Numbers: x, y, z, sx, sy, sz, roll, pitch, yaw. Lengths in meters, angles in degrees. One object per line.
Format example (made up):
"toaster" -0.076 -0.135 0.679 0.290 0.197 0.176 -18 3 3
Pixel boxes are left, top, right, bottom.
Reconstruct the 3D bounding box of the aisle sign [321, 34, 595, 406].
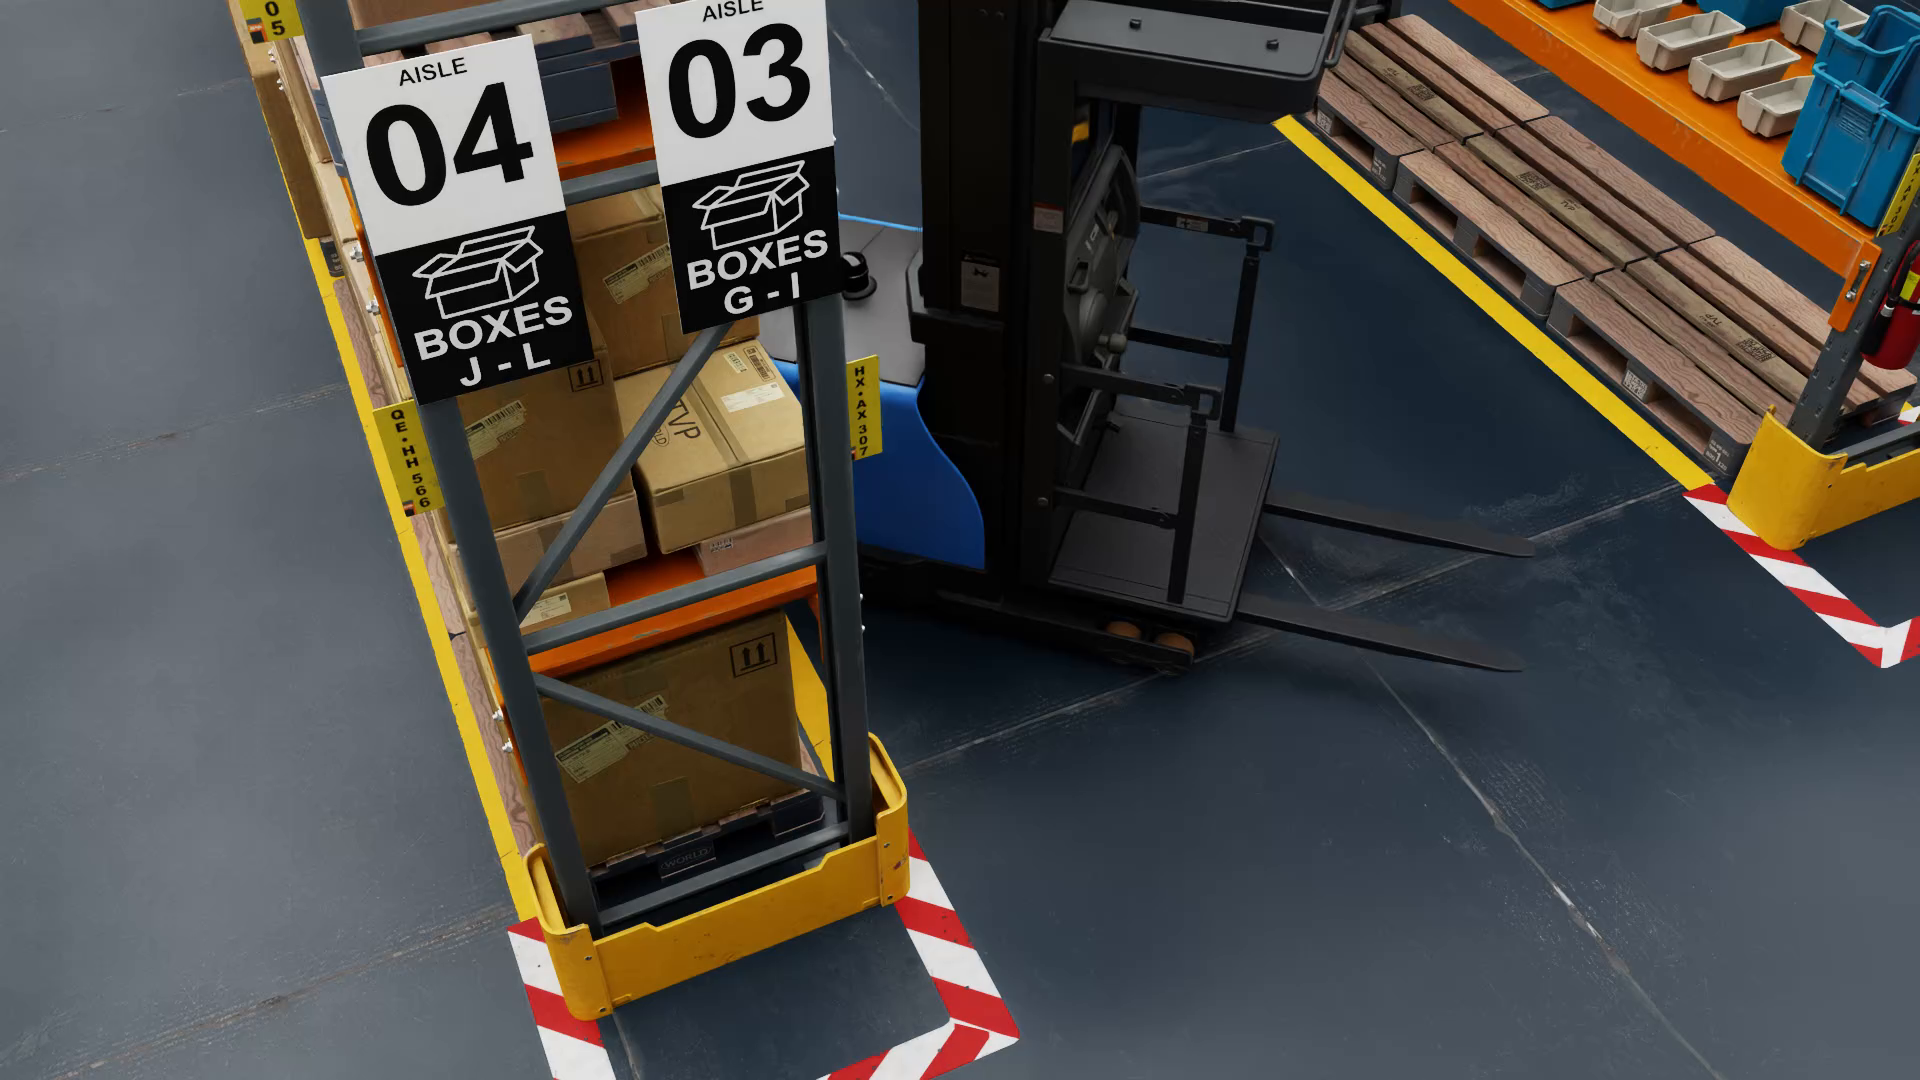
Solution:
"aisle sign" -1.000 -0.630 3.402 0.394 0.787 0.004 -18 47 -17

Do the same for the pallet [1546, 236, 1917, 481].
"pallet" 3.424 -0.846 7.458 1.003 0.211 1.213 -18 47 -17

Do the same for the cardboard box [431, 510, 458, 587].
"cardboard box" -1.317 -0.045 4.839 0.380 0.149 0.250 -18 47 -17

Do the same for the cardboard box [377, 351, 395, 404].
"cardboard box" -1.637 -0.530 5.330 0.380 0.149 0.250 -19 48 -18

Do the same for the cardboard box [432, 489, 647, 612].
"cardboard box" -1.203 -0.122 4.633 0.500 0.250 0.500 -19 48 -18

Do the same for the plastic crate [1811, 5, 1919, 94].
"plastic crate" 3.654 -1.938 6.655 0.416 0.233 0.300 -18 47 -17

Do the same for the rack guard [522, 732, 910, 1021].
"rack guard" -0.748 1.066 5.314 1.175 0.500 0.348 -18 47 -17

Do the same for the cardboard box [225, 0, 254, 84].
"cardboard box" -3.104 -2.753 8.618 1.225 0.875 0.875 -20 48 -19

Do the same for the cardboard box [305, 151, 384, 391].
"cardboard box" -2.235 -1.337 7.183 0.875 0.875 0.875 -18 47 -17

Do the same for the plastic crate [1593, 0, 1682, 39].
"plastic crate" 2.839 -2.238 7.028 0.298 0.136 0.250 -18 47 -17

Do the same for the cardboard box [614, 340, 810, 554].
"cardboard box" -0.715 -0.277 4.790 0.500 0.250 0.500 -19 48 -18

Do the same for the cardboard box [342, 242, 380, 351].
"cardboard box" -1.630 -0.770 5.290 0.500 0.250 0.500 -20 48 -19

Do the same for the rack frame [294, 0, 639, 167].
"rack frame" -0.758 -1.975 2.344 1.000 3.000 0.127 -18 47 -17

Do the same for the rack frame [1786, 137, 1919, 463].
"rack frame" 3.736 -1.302 5.934 1.000 3.000 0.127 -18 47 -17

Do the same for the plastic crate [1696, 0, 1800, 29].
"plastic crate" 3.377 -2.357 7.080 0.416 0.233 0.300 -18 47 -17

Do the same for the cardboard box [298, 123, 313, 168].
"cardboard box" -2.283 -1.510 6.324 0.380 0.149 0.250 -19 48 -18

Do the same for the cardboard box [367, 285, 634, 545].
"cardboard box" -1.201 -0.392 4.372 0.500 0.500 0.500 -17 47 -17

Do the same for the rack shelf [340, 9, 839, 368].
"rack shelf" -1.599 -1.925 4.942 1.077 0.370 4.000 -18 47 -17

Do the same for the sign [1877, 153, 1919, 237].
"sign" 3.244 -1.187 5.701 0.100 0.325 0.005 -18 47 -17

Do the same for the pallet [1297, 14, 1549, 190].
"pallet" 2.398 -2.401 9.033 1.003 0.211 1.213 -18 47 -17

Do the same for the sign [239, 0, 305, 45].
"sign" -1.256 -1.043 2.961 0.100 0.325 0.005 -18 47 -17

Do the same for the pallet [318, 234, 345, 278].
"pallet" -2.833 -1.865 8.490 1.003 0.211 1.213 -18 47 -17

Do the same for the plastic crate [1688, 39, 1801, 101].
"plastic crate" 3.120 -1.885 6.669 0.396 0.136 0.243 -18 47 -17

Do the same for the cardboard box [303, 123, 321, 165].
"cardboard box" -2.052 -1.417 5.946 0.500 0.250 0.500 -17 47 -16

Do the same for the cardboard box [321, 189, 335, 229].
"cardboard box" -2.072 -1.186 5.996 0.380 0.149 0.250 -18 47 -17

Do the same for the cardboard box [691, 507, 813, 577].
"cardboard box" -0.608 -0.074 4.868 0.380 0.149 0.250 -18 47 -17

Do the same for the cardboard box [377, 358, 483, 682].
"cardboard box" -1.482 -0.197 6.027 0.875 0.875 0.875 -18 47 -17

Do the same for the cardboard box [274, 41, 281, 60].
"cardboard box" -2.270 -2.011 6.013 0.500 0.500 0.500 -18 47 -17

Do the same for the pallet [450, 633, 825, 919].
"pallet" -1.165 0.667 5.924 1.003 0.211 1.213 -18 47 -17

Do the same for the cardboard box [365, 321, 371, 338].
"cardboard box" -1.849 -0.854 5.658 0.380 0.149 0.250 -17 47 -17

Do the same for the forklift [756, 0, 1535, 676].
"forklift" 0.673 -0.956 5.632 3.031 2.935 1.130 12 46 12

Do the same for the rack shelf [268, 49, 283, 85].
"rack shelf" -3.281 -3.407 8.579 1.077 0.370 4.000 -18 47 -17

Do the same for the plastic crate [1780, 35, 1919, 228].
"plastic crate" 3.426 -1.494 6.061 0.616 0.435 0.499 -18 47 -17

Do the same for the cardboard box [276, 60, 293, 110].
"cardboard box" -2.507 -1.845 6.663 0.380 0.149 0.250 -20 48 -19

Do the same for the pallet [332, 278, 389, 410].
"pallet" -2.191 -0.888 7.500 1.003 0.211 1.213 -18 47 -17
